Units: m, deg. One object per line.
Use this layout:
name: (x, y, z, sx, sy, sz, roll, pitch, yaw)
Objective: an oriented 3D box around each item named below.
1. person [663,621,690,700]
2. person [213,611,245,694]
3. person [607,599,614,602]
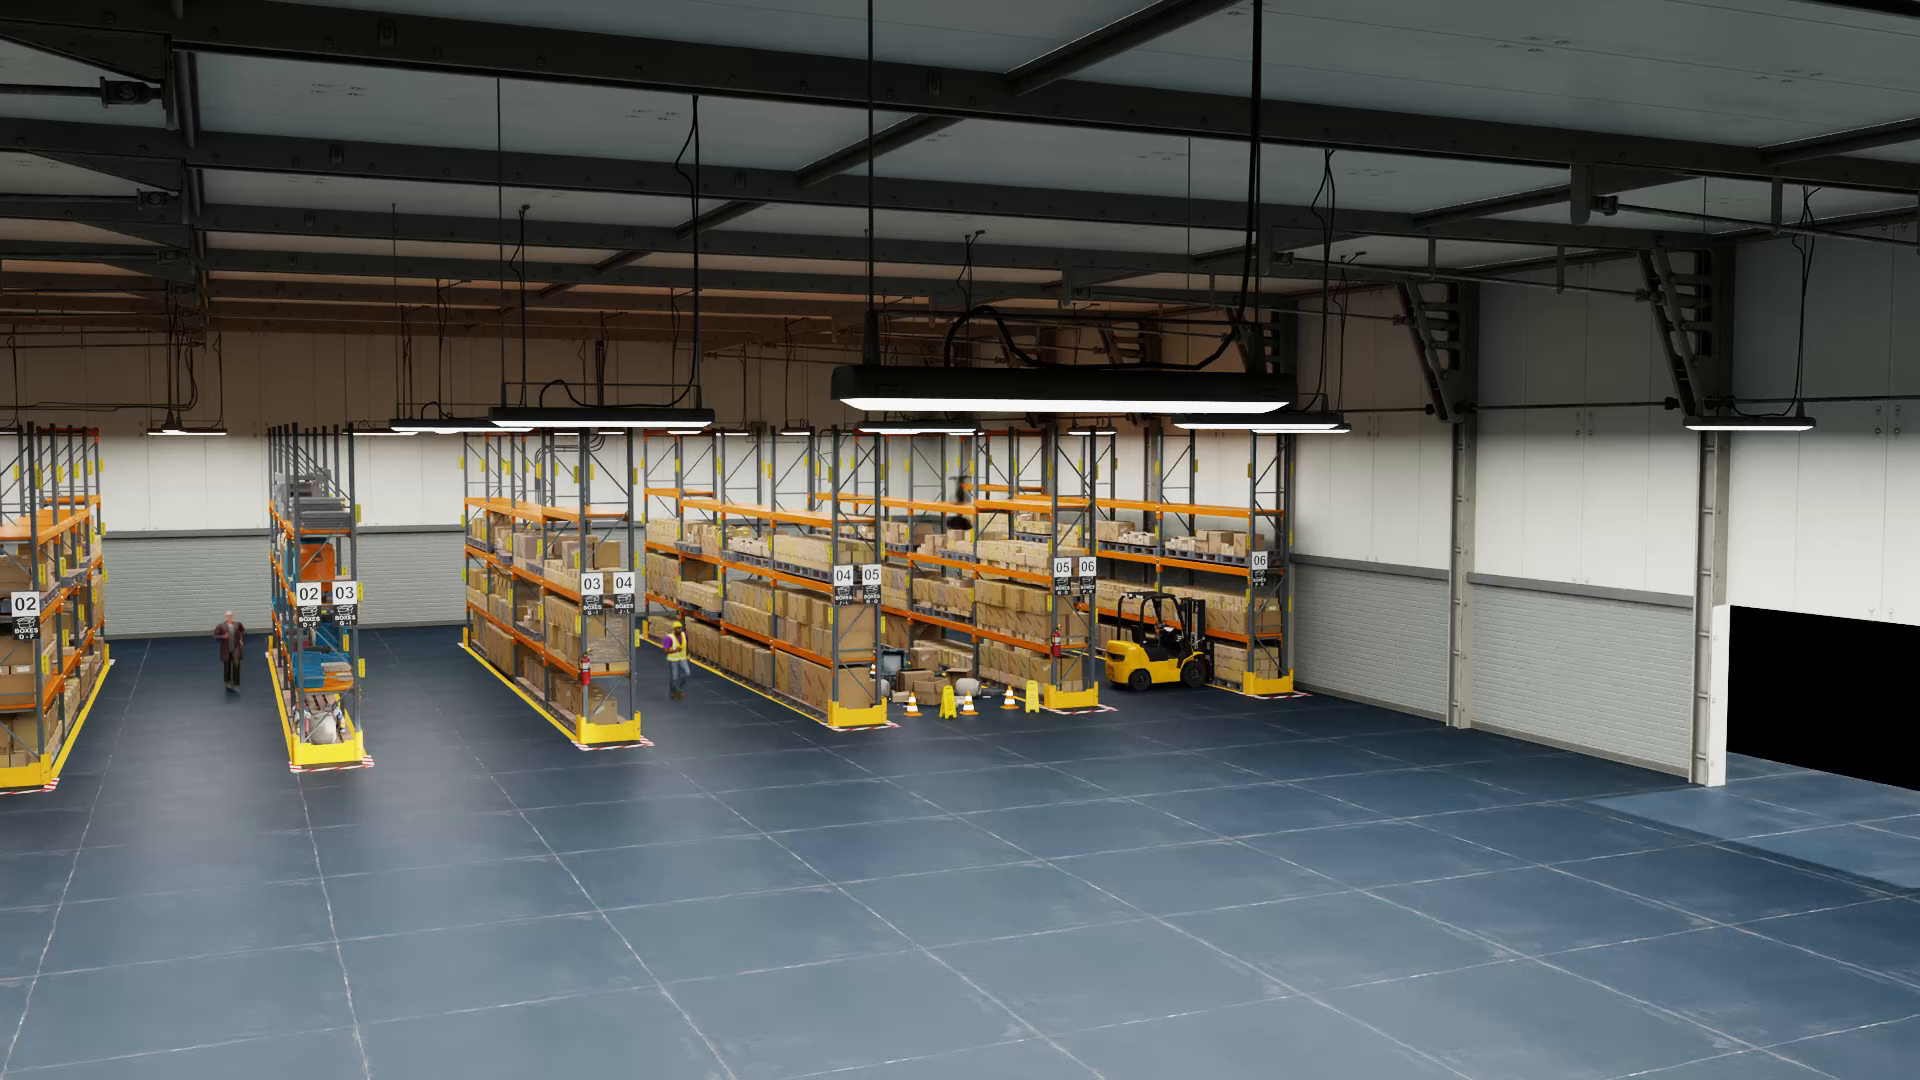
person: (-6.145, 2.624, 36.248, 0.735, 1.726, 0.788, -3, 4, -38)
person: (-16.522, 2.520, 37.633, 0.696, 1.828, 0.916, -2, 4, -30)
person: (-9.714, 2.016, 46.528, 0.667, 1.730, 0.993, -1, 4, -20)
